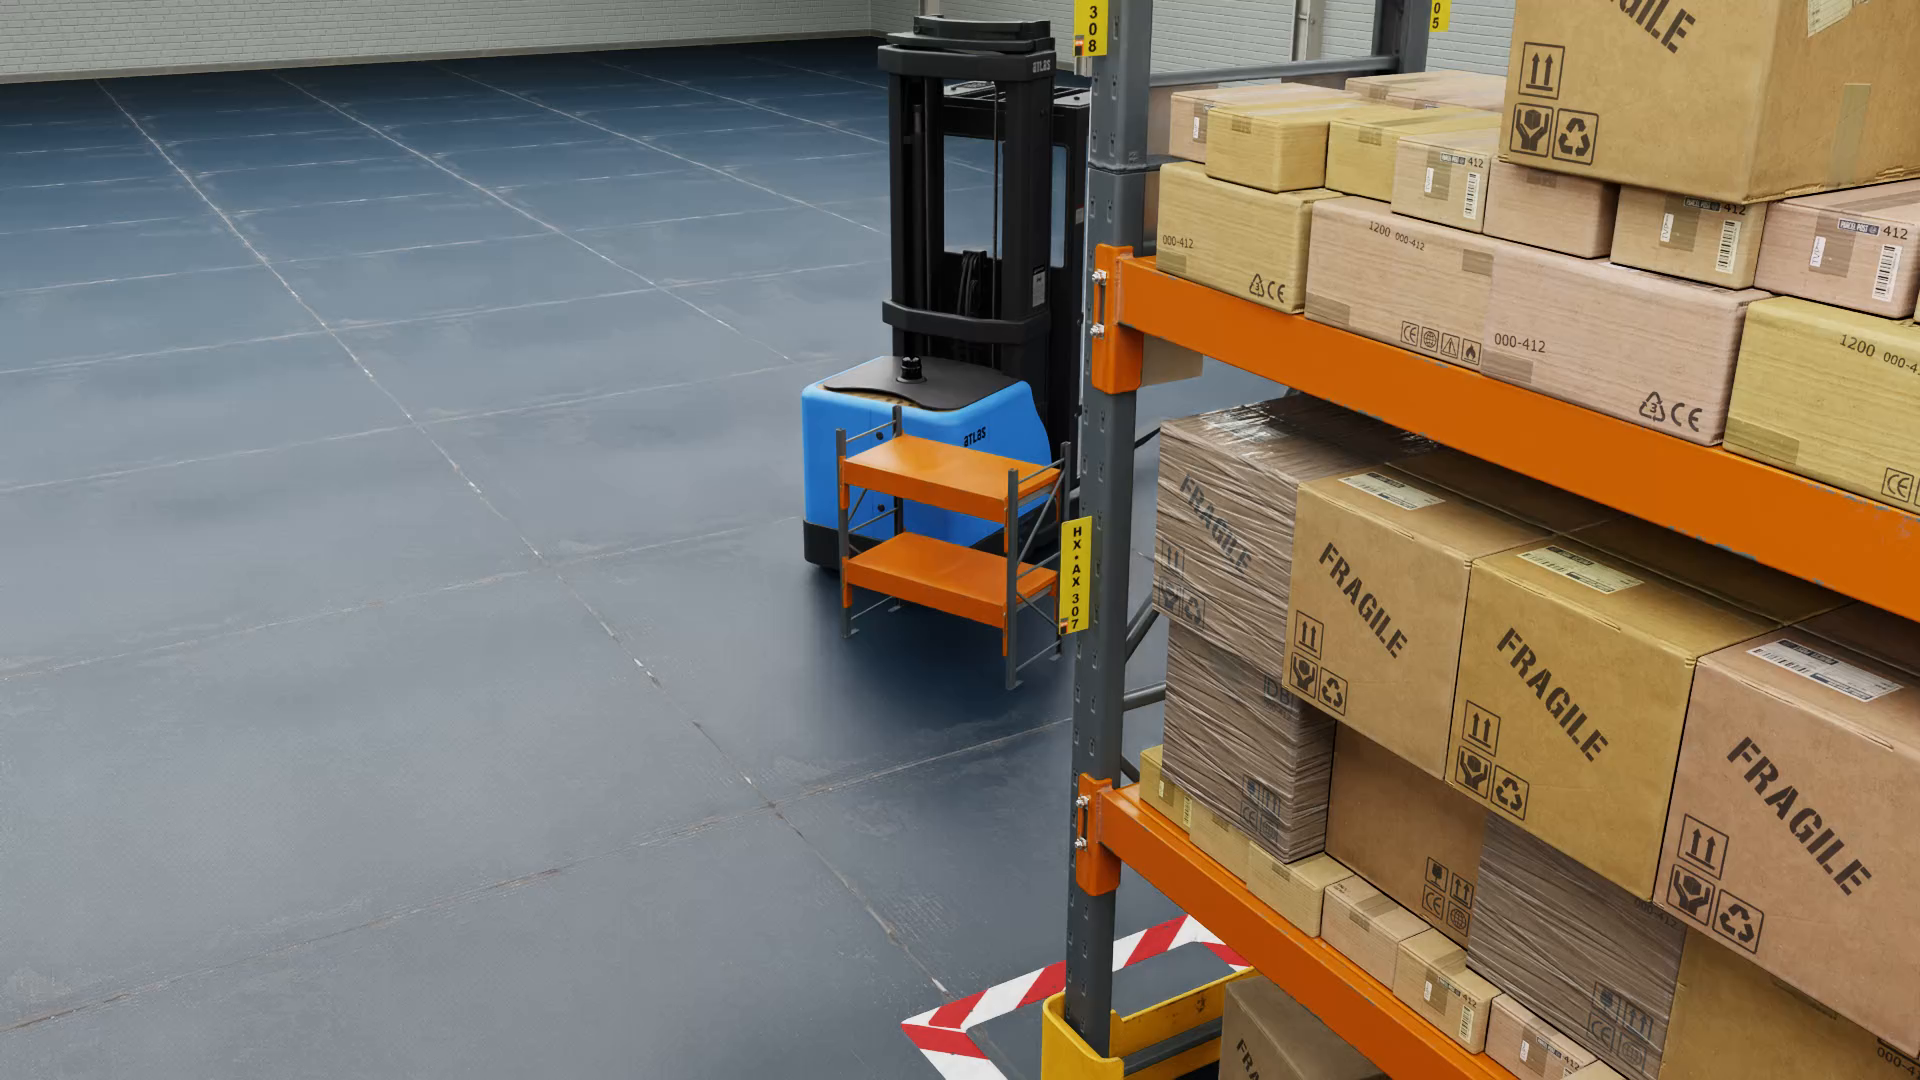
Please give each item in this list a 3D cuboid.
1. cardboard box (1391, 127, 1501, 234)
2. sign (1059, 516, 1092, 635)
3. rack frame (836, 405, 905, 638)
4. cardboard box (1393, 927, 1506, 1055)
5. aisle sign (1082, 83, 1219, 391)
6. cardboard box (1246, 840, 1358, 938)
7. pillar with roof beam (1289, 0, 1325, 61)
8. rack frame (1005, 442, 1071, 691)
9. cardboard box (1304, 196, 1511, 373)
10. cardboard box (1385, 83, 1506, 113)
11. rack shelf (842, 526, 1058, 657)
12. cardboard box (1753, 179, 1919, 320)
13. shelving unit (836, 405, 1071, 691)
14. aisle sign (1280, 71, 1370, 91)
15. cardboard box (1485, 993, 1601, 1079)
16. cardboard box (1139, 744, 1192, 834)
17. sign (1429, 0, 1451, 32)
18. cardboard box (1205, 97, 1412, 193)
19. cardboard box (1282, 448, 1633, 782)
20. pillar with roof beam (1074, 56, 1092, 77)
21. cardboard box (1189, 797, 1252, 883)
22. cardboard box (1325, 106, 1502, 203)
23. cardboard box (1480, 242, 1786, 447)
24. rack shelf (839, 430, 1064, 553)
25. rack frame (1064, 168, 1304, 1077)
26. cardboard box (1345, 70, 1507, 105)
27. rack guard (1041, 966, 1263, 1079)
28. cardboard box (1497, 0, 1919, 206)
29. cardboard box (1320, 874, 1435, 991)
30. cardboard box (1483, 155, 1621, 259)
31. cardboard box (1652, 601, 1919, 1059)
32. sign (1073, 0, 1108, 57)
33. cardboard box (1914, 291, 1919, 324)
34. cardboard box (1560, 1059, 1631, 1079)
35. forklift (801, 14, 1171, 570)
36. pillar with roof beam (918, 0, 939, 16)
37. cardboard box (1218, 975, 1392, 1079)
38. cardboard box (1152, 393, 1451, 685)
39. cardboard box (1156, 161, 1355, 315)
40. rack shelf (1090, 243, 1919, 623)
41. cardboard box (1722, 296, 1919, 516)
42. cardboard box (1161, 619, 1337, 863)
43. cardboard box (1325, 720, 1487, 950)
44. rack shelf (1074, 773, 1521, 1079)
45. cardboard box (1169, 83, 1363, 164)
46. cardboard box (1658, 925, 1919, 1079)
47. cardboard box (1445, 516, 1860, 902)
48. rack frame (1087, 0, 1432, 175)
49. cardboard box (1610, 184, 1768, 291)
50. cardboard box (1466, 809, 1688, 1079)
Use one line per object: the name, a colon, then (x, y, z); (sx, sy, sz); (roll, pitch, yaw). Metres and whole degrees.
cardboard box: (1.081, -0.716, 3.275); (0.380, 0.149, 0.250); (-12, 25, -26)
sign: (0.311, 0.096, 4.441); (0.100, 0.325, 0.005); (-13, 25, -28)
rack frame: (-0.454, -0.094, 8.548); (0.032, 1.125, 0.500); (15, 26, 32)
cardboard box: (1.211, 0.975, 3.762); (0.380, 0.149, 0.250); (-13, 25, -28)
aisle sign: (0.488, -0.774, 4.279); (0.394, 0.787, 0.004); (-13, 25, -28)
cardboard box: (0.944, 0.816, 4.154); (0.380, 0.149, 0.250); (-13, 25, -28)
pillar with roof beam: (1.758, -10.183, 22.913); (9.100, 9.000, 0.400); (-13, 25, -28)
rack frame: (0.376, 0.128, 8.004); (0.032, 1.125, 0.500); (15, 26, 32)
cardboard box: (1.070, -0.556, 3.411); (0.500, 0.250, 0.500); (-13, 26, -29)
cardboard box: (1.219, -0.975, 3.913); (0.380, 0.149, 0.250); (-14, 26, -30)
rack shelf: (-0.039, 0.243, 8.368); (1.000, 0.278, 0.538); (15, 26, 32)
cardboard box: (1.522, -0.479, 2.692); (0.380, 0.149, 0.250); (-13, 25, -29)
shelving unit: (-0.039, 0.017, 8.276); (1.048, 1.125, 0.538); (15, 26, 32)
aisle sign: (1.003, -0.889, 4.563); (0.394, 0.787, 0.004); (-13, 25, -28)
cardboard box: (1.362, 1.051, 3.576); (0.380, 0.149, 0.250); (-13, 25, -28)
cardboard box: (0.718, 0.648, 4.568); (0.380, 0.149, 0.250); (-13, 25, -28)
sign: (1.265, -1.507, 4.376); (0.100, 0.325, 0.005); (-13, 25, -28)
cardboard box: (0.768, -0.876, 3.668); (0.380, 0.149, 0.250); (-12, 25, -27)
cardboard box: (1.073, 0.139, 3.629); (0.500, 0.500, 0.500); (-13, 25, -28)
pillar with roof beam: (-1.307, -12.125, 27.692); (9.100, 9.000, 0.400); (-13, 25, -28)
cardboard box: (0.829, 0.732, 4.360); (0.380, 0.149, 0.250); (-13, 25, -28)
cardboard box: (1.003, -0.818, 3.526); (0.380, 0.149, 0.250); (-13, 26, -29)
cardboard box: (1.319, -0.395, 3.014); (0.500, 0.250, 0.500); (-13, 25, -28)
rack shelf: (-0.039, -0.254, 8.166); (1.000, 0.278, 0.538); (15, 26, 32)
rack frame: (0.777, 0.393, 4.861); (1.000, 3.000, 0.127); (-13, 25, -28)
cardboard box: (1.187, -1.082, 4.176); (0.380, 0.149, 0.250); (-13, 25, -28)
rack guard: (0.816, 1.576, 5.271); (1.175, 0.500, 0.348); (-13, 25, -28)
cardboard box: (1.303, -0.880, 2.817); (0.500, 0.500, 0.500); (-13, 25, -28)
cardboard box: (1.089, 0.893, 3.965); (0.380, 0.149, 0.250); (-13, 25, -28)
cardboard box: (1.202, -0.636, 3.079); (0.380, 0.149, 0.250); (-13, 25, -28)
cardboard box: (1.590, 0.462, 2.836); (0.500, 0.500, 0.500); (-13, 25, -28)
sign: (0.311, -1.297, 3.875); (0.100, 0.325, 0.005); (-13, 25, -28)
cardboard box: (1.666, -0.396, 2.489); (0.380, 0.149, 0.250); (-14, 26, -30)
cardboard box: (1.401, 1.152, 3.328); (0.380, 0.149, 0.250); (-13, 25, -28)
forklift: (0.338, -1.557, 9.751); (1.130, 2.935, 3.031); (13, 26, 30)
pillar with roof beam: (-4.372, -14.067, 32.470); (9.100, 9.000, 0.400); (-13, 25, -28)
cardboard box: (1.082, 1.562, 4.747); (0.500, 0.500, 0.500); (-8, 23, -18)
cardboard box: (0.824, -0.024, 4.031); (0.500, 0.500, 0.500); (-13, 25, -28)
cardboard box: (0.801, -0.721, 3.818); (0.500, 0.250, 0.500); (-12, 25, -27)
rack shelf: (1.799, -0.016, 2.839); (1.077, 0.370, 4.000); (-13, 25, -28)
cardboard box: (1.590, -0.227, 2.602); (0.500, 0.250, 0.500); (-12, 25, -27)
cardboard box: (1.035, 0.392, 4.335); (0.875, 0.500, 0.500); (-13, 25, -28)
cardboard box: (1.393, 0.531, 3.994); (0.875, 0.500, 0.500); (-13, 25, -28)
rack shelf: (1.799, 1.374, 3.404); (1.077, 0.370, 4.000); (-13, 25, -28)
cardboard box: (0.719, -0.978, 3.921); (0.380, 0.149, 0.250); (-13, 25, -29)
cardboard box: (1.857, 0.865, 3.171); (0.875, 0.500, 0.500); (-13, 25, -28)
cardboard box: (1.330, 0.301, 3.232); (0.500, 0.500, 0.500); (-13, 25, -28)
rack frame: (0.777, -2.386, 3.731); (1.000, 3.000, 0.127); (-13, 25, -28)
cardboard box: (1.354, -0.551, 2.869); (0.380, 0.149, 0.250); (-14, 26, -31)
cardboard box: (1.611, 0.701, 3.575); (0.875, 0.500, 0.500); (-13, 25, -28)
